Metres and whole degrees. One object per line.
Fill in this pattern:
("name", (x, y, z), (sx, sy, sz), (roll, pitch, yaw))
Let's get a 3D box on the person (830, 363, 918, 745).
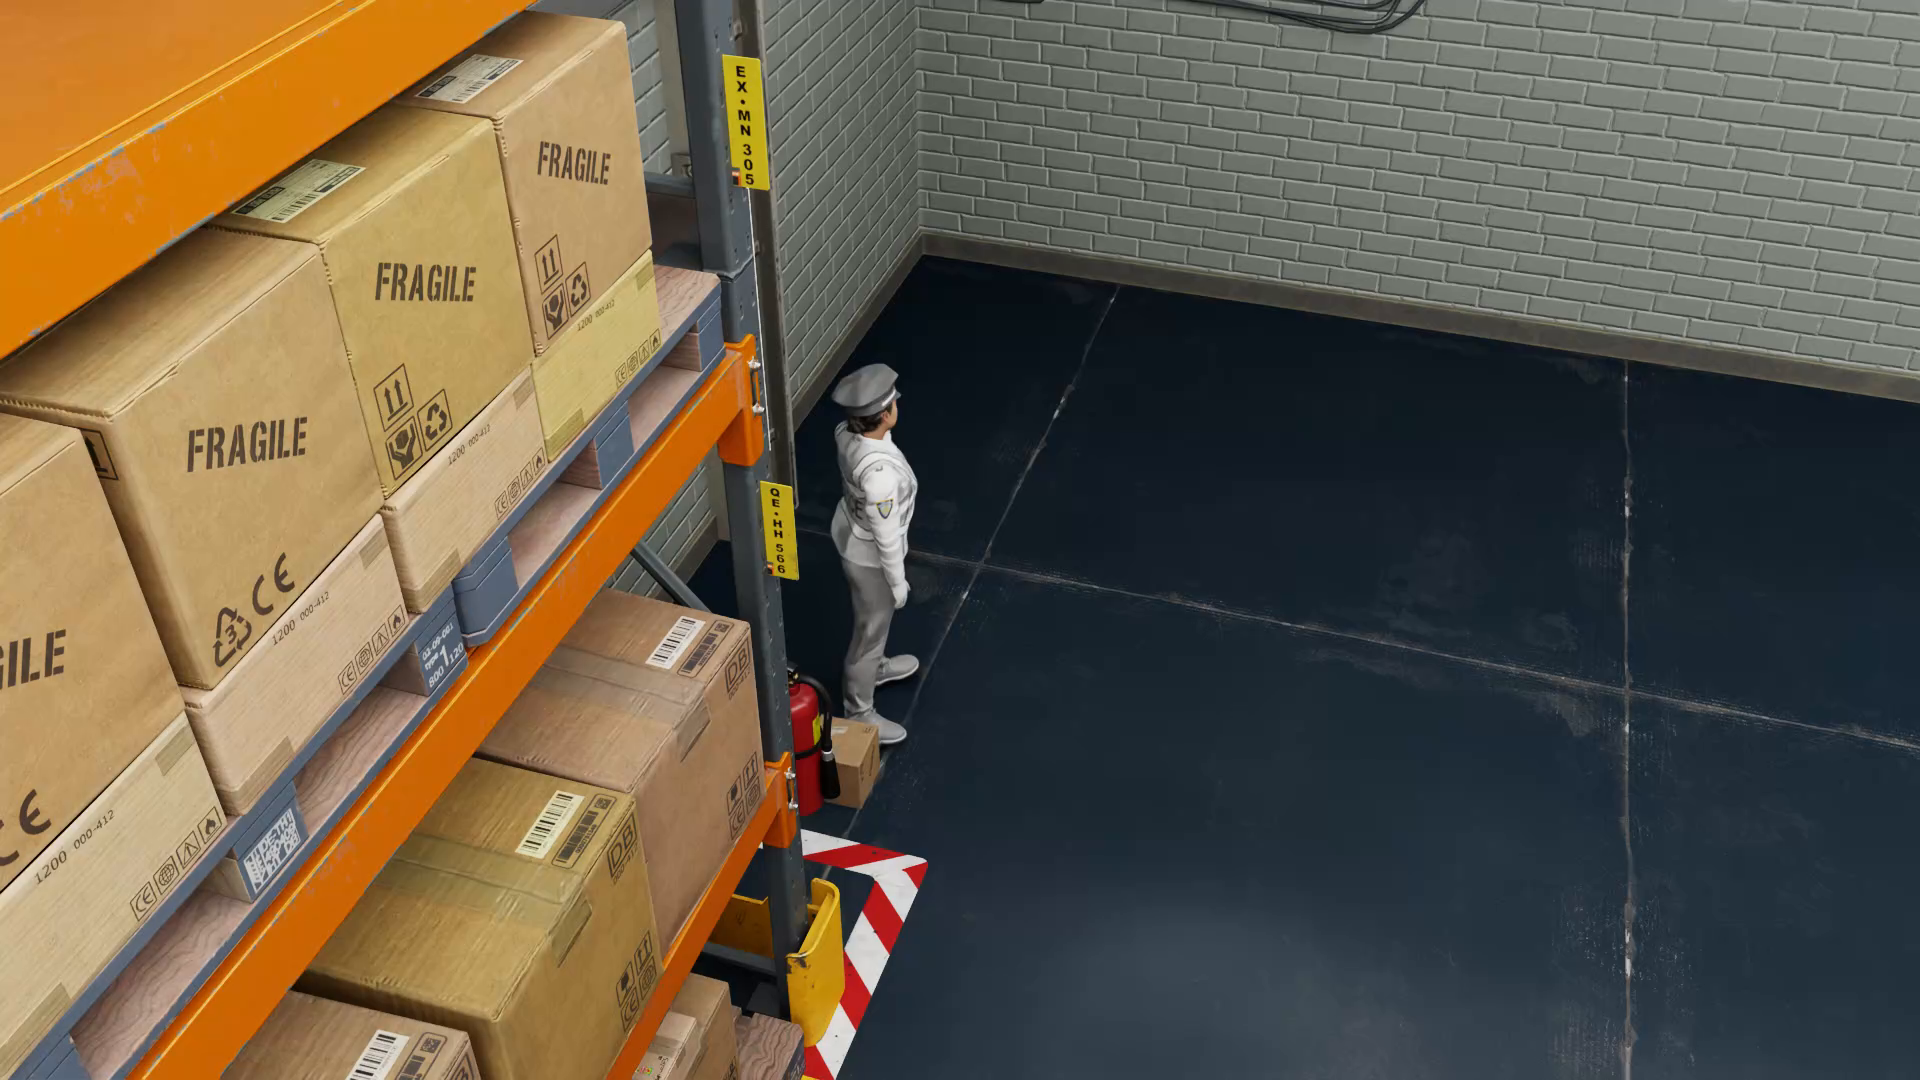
("person", (-0.335, 0.046, 6.777), (0.415, 1.679, 0.543), (-10, 38, -13))
